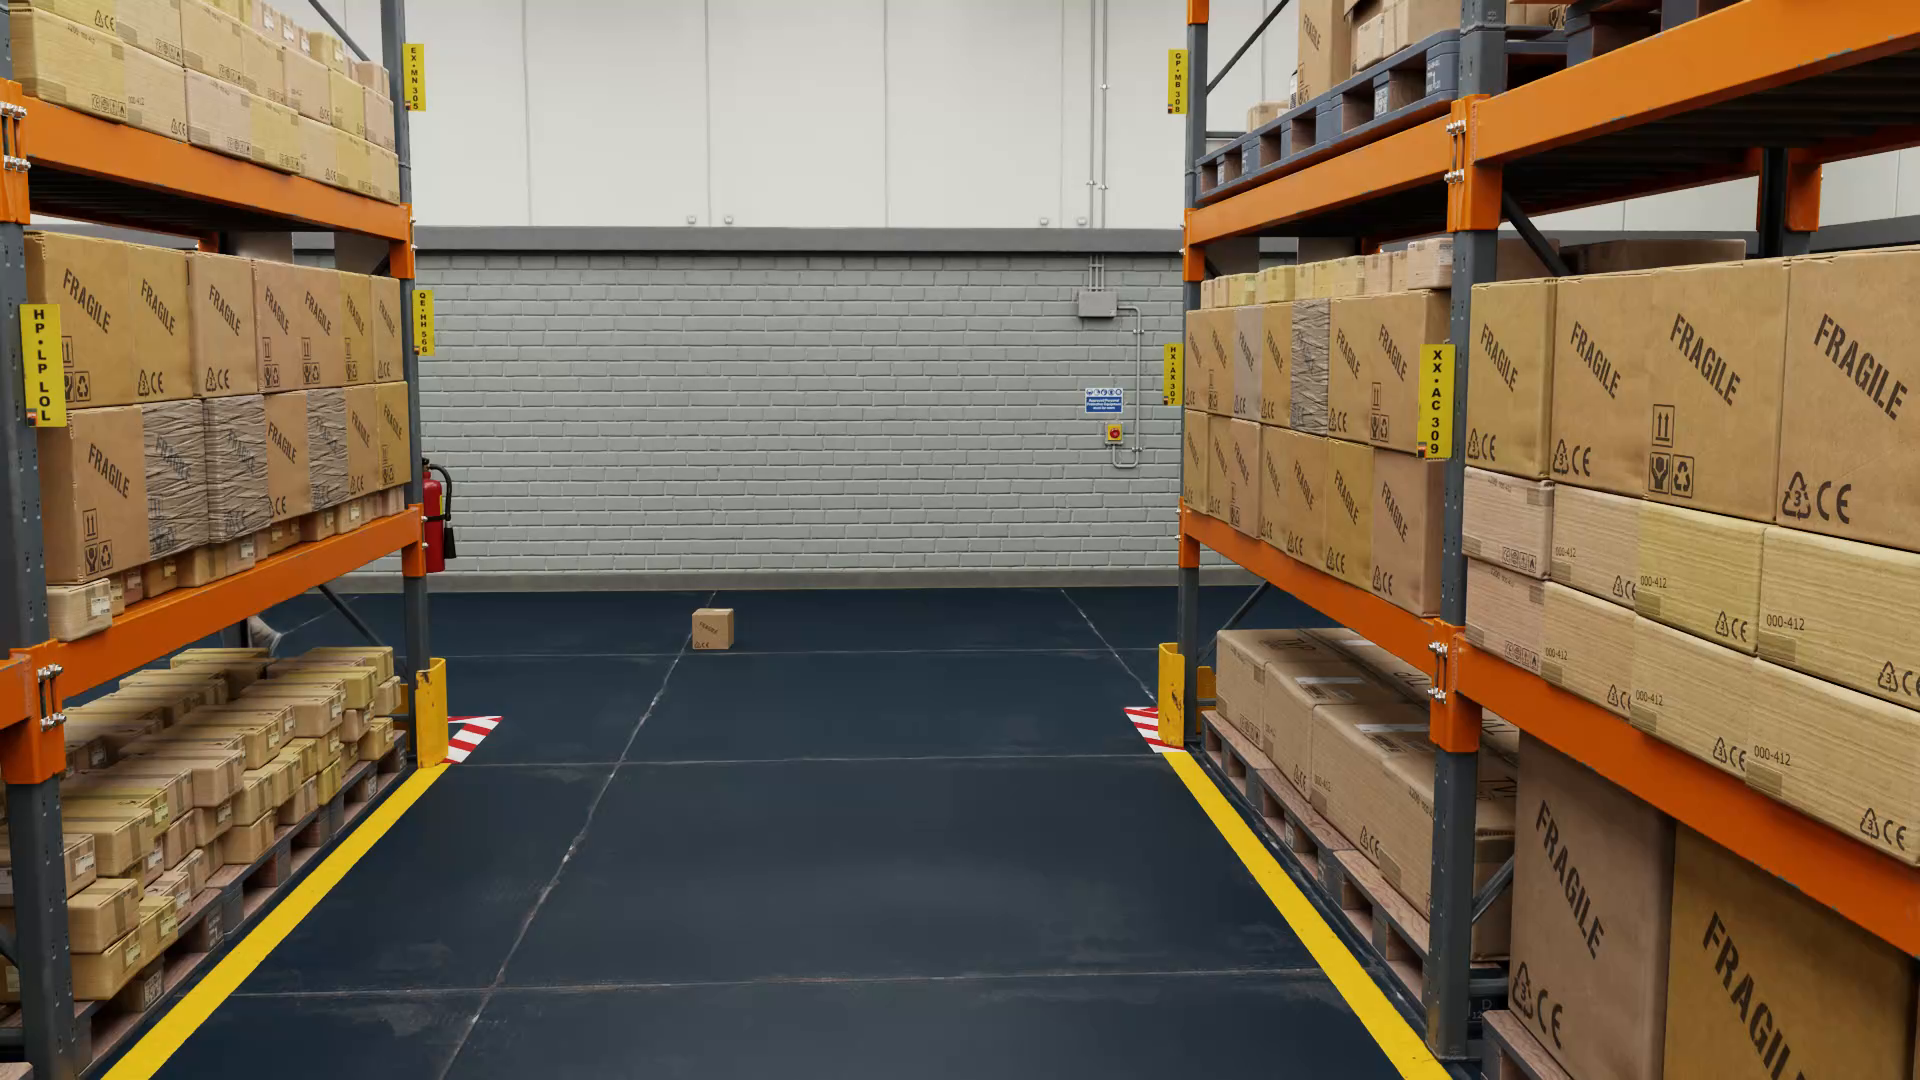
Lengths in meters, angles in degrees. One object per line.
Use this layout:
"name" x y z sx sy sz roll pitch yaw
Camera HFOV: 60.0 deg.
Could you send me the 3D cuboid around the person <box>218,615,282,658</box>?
"person" -4.490 0.042 10.277 0.506 1.714 0.556 -3 7 -20
